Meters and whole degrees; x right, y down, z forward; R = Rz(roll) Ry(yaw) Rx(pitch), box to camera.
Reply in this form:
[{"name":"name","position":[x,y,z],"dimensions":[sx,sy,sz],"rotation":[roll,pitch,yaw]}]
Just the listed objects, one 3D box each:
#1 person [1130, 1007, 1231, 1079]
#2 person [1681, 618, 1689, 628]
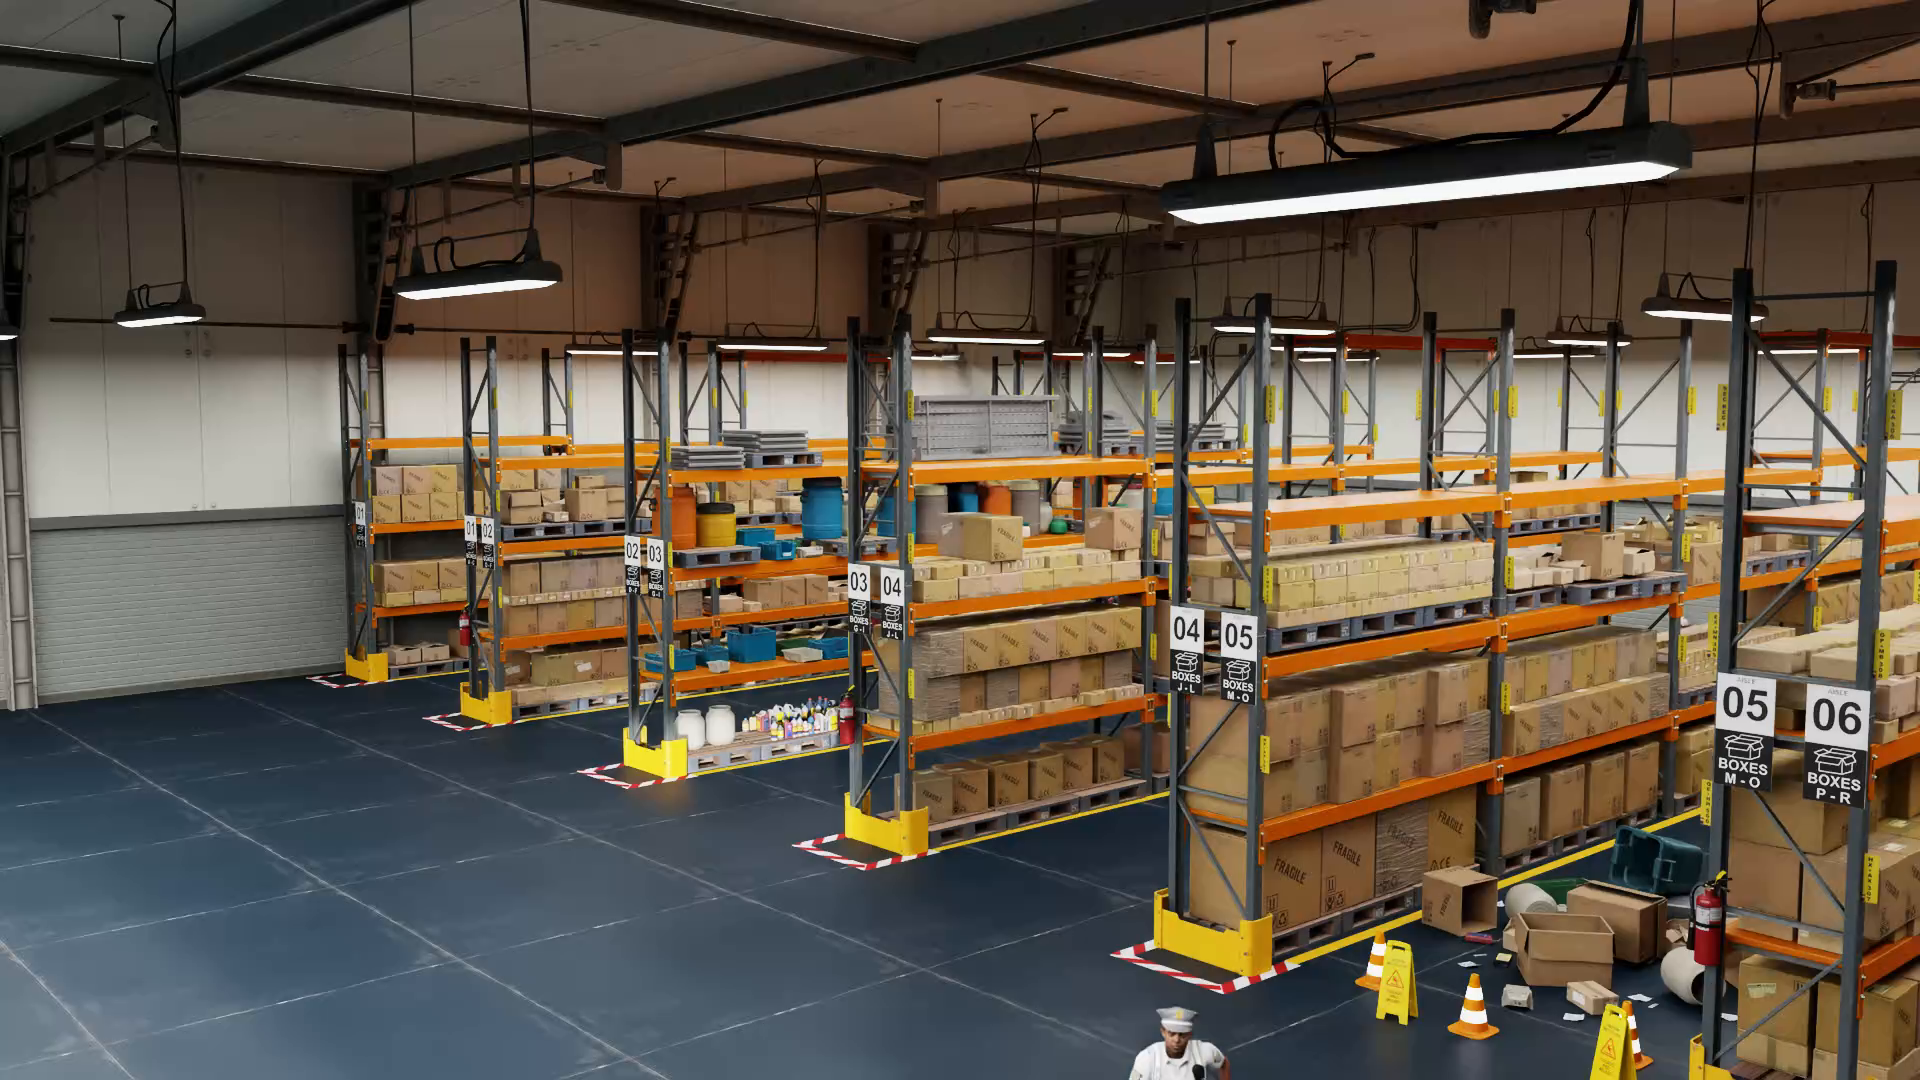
[{"name":"person","position":[1.264,3.475,9.638],"dimensions":[0.600,1.735,0.849],"rotation":[1,5,8]},{"name":"person","position":[10.937,2.042,25.188],"dimensions":[0.974,1.755,0.725],"rotation":[-4,6,-37]}]
